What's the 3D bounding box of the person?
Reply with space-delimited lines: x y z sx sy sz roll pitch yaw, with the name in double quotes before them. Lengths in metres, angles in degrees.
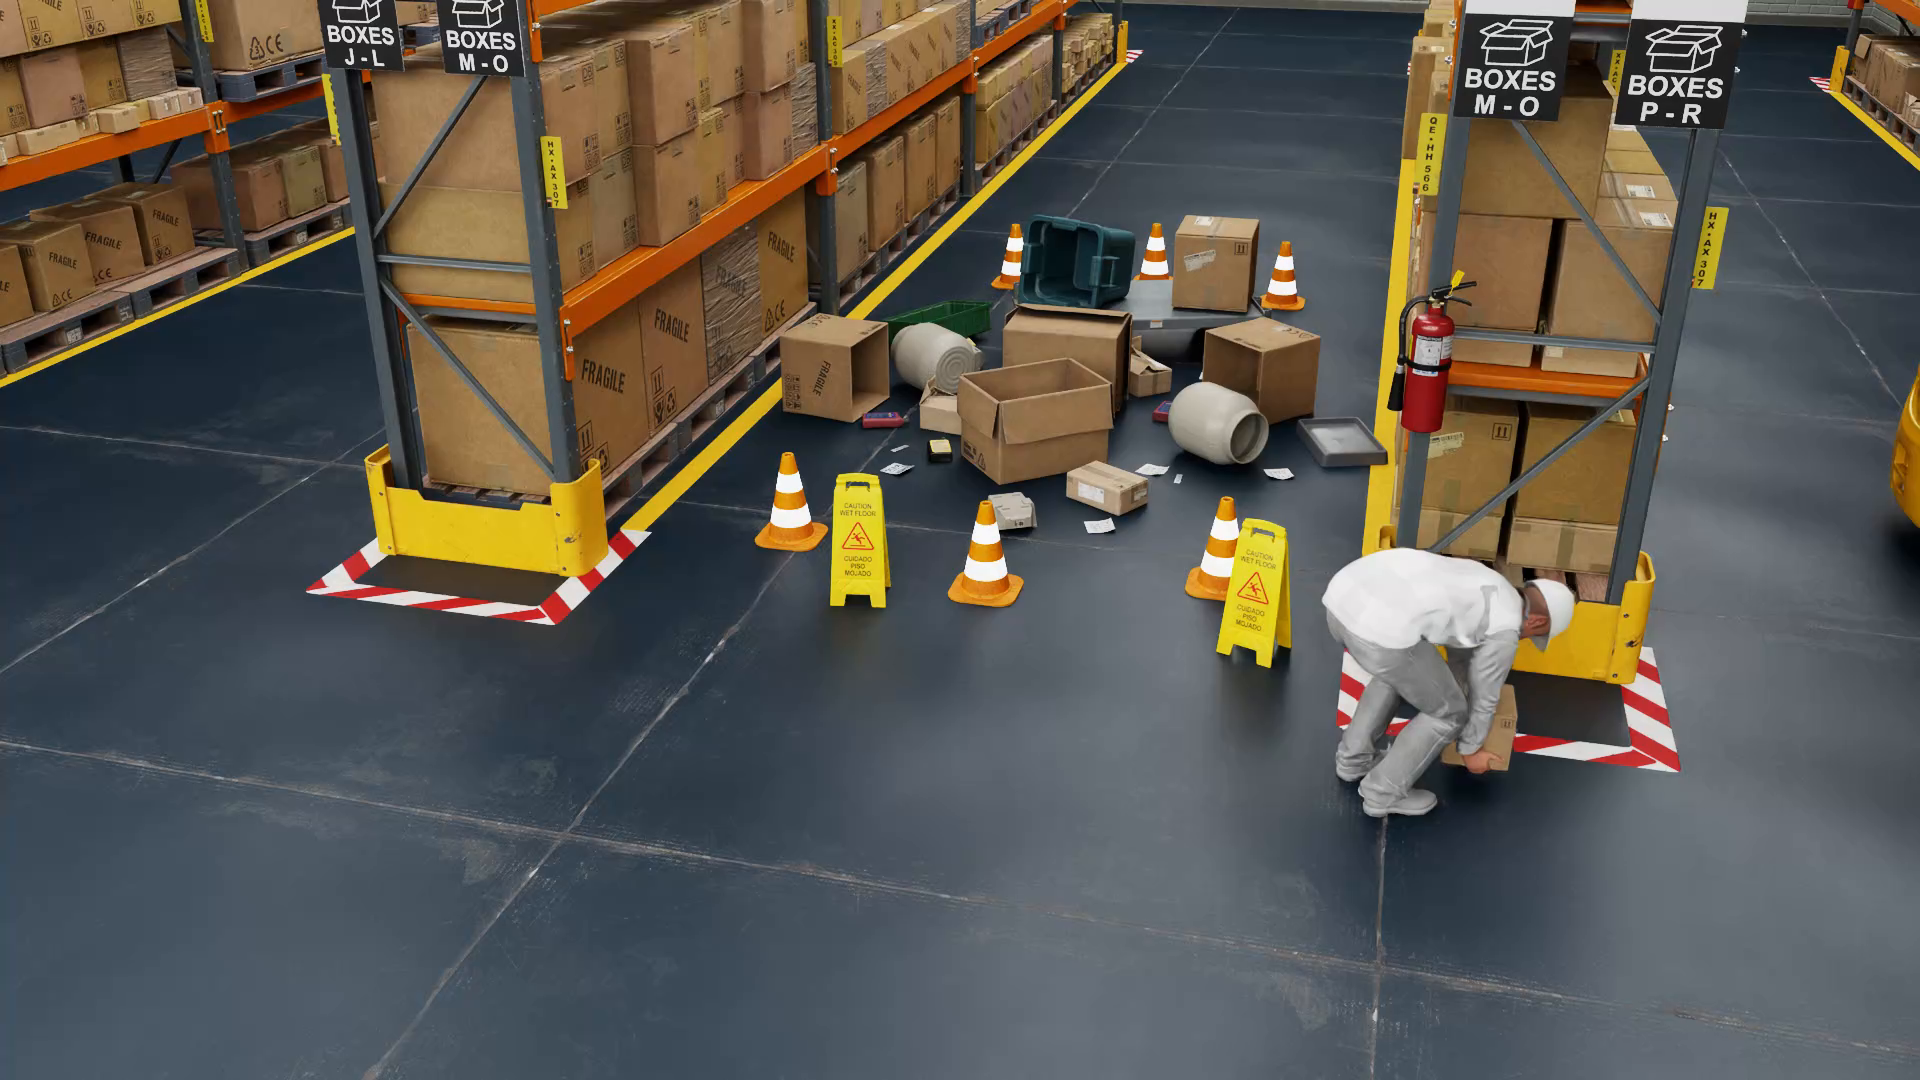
"person" 1.868 0.497 6.394 1.002 1.029 0.499 -7 26 -14
